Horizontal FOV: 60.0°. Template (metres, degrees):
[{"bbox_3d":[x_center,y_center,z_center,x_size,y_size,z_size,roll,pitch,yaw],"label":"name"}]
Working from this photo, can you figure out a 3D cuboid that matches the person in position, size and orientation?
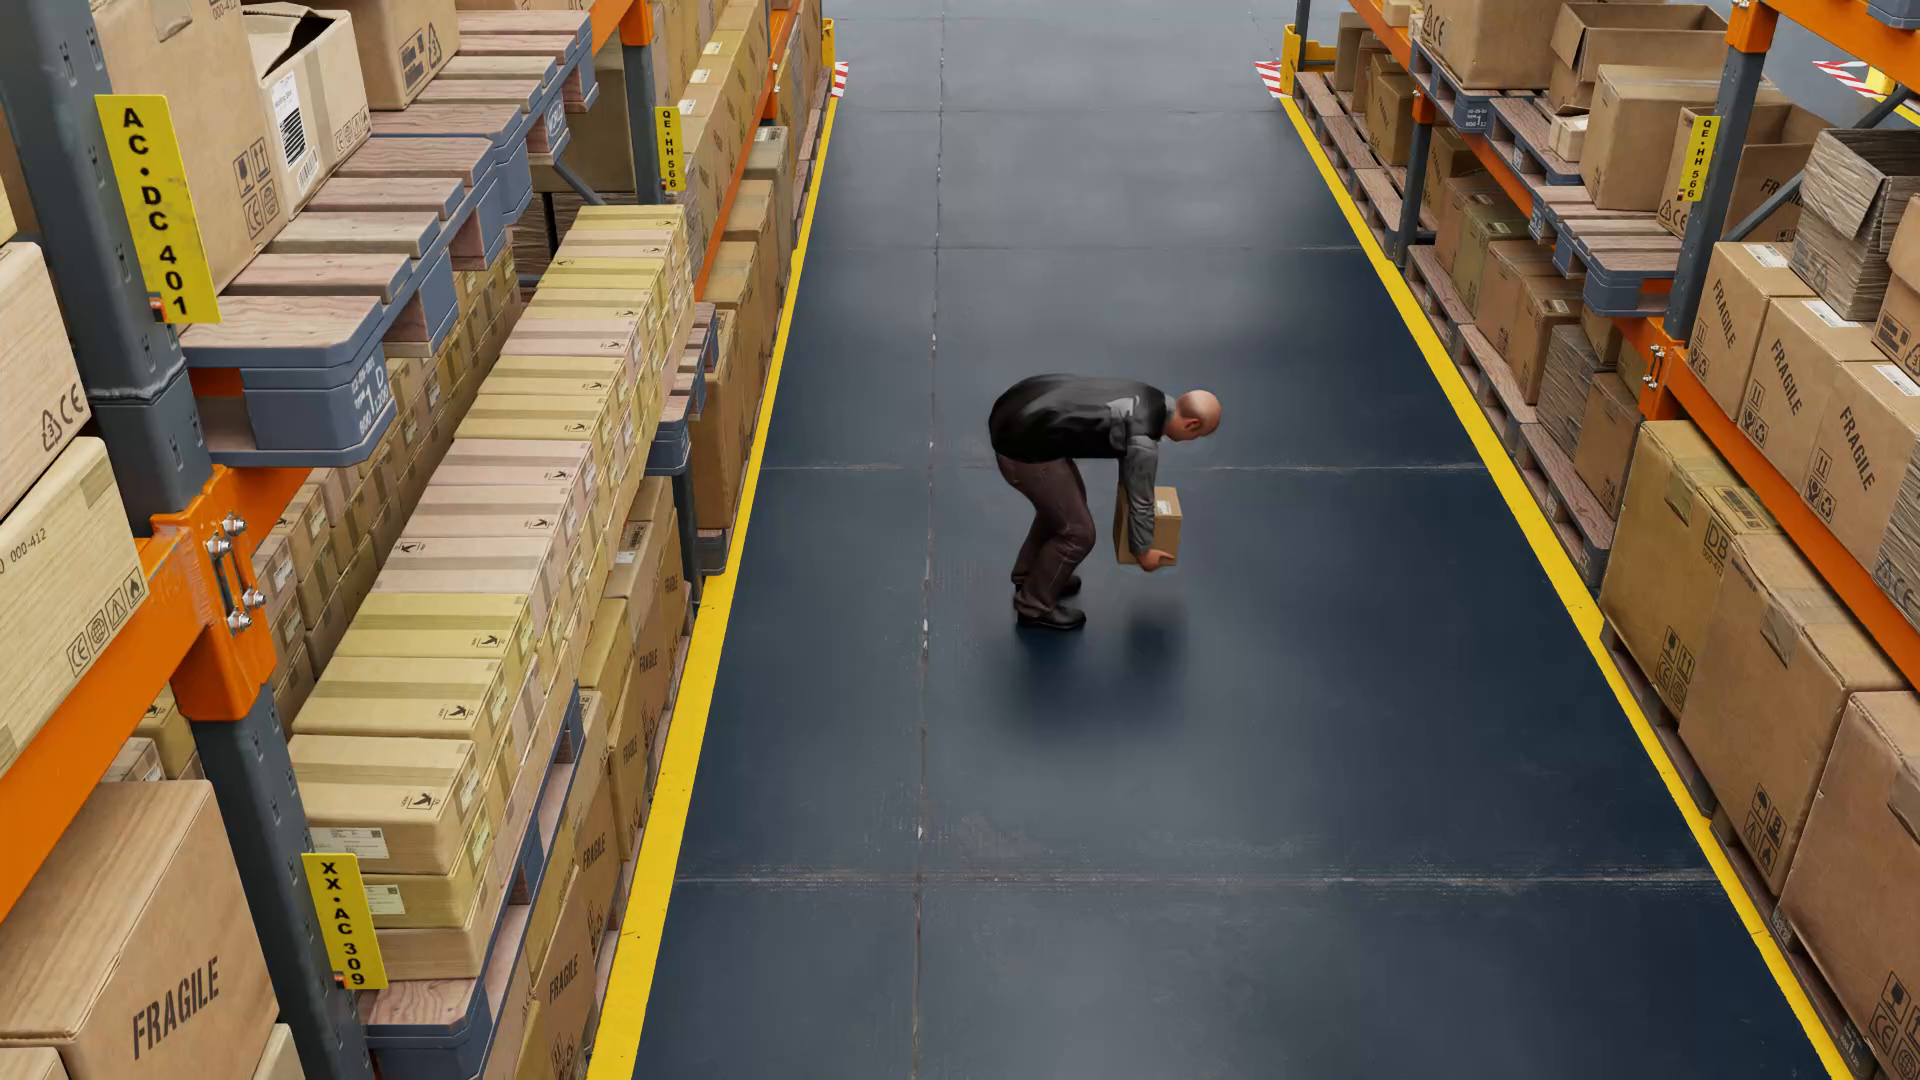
[{"bbox_3d":[0.611,-0.175,7.063,0.940,1.081,0.470,-1,31,-2],"label":"person"}]
